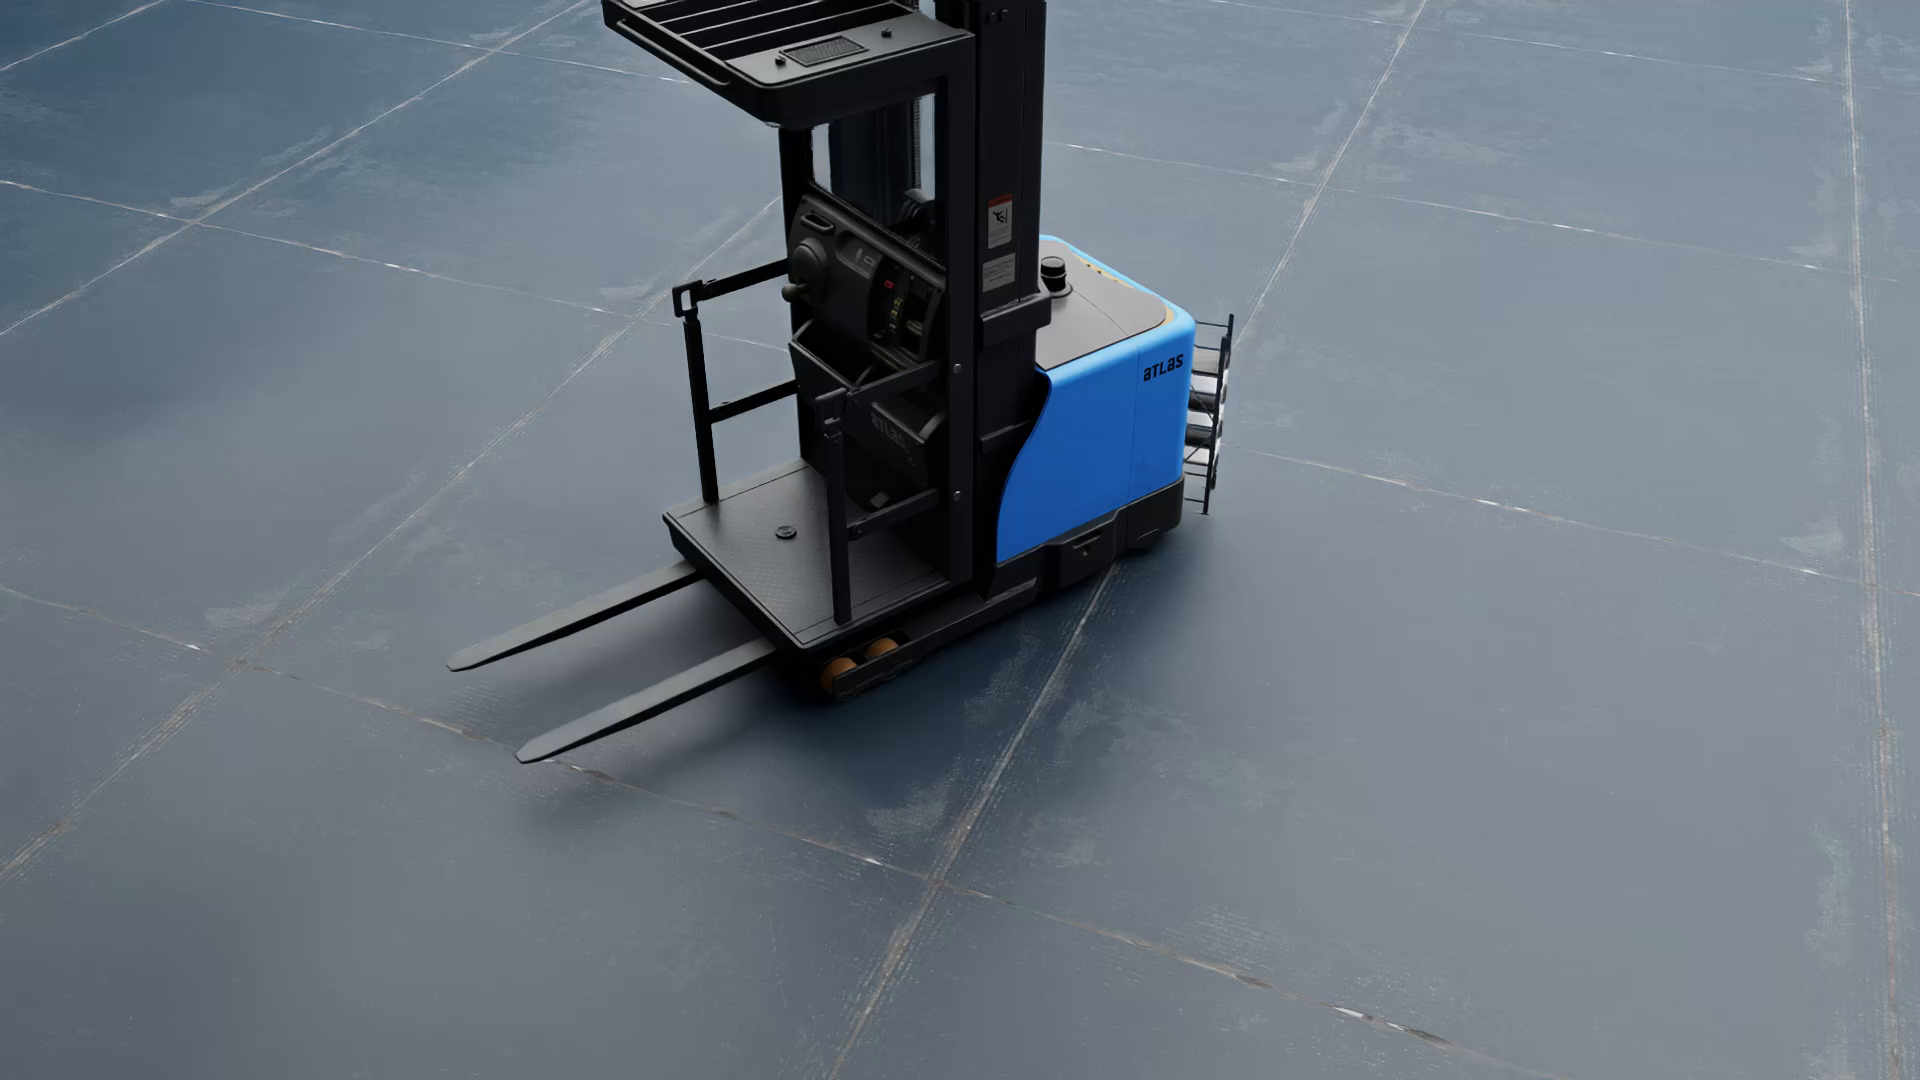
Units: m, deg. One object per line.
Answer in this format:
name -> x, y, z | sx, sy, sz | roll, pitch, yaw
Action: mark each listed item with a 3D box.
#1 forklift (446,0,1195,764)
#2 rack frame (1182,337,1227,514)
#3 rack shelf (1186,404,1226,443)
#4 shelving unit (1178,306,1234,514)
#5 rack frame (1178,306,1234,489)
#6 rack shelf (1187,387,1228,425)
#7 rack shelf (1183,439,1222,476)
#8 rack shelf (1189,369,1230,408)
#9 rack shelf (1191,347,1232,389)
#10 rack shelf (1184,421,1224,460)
forklift -> -0.523, -0.913, 6.024 | 3.031, 2.935, 1.130 | -24, 43, -29
rack frame -> 0.987, -0.496, 7.162 | 0.240, 0.900, 0.006 | 10, 38, 13
rack shelf -> 1.015, -0.528, 7.260 | 0.258, 0.077, 0.200 | 10, 38, 13
shelving unit -> 1.015, -0.554, 7.240 | 0.258, 0.900, 0.210 | 10, 38, 13
rack frame -> 1.044, -0.613, 7.318 | 0.240, 0.900, 0.006 | 10, 38, 13
rack shelf -> 1.015, -0.600, 7.206 | 0.258, 0.077, 0.200 | 10, 38, 13
rack shelf -> 1.015, -0.383, 7.368 | 0.258, 0.077, 0.200 | 10, 38, 13
rack shelf -> 1.015, -0.672, 7.152 | 0.258, 0.077, 0.200 | 10, 38, 13
rack shelf -> 1.015, -0.744, 7.098 | 0.258, 0.077, 0.200 | 10, 38, 13
rack shelf -> 1.015, -0.455, 7.314 | 0.258, 0.077, 0.200 | 10, 38, 13
